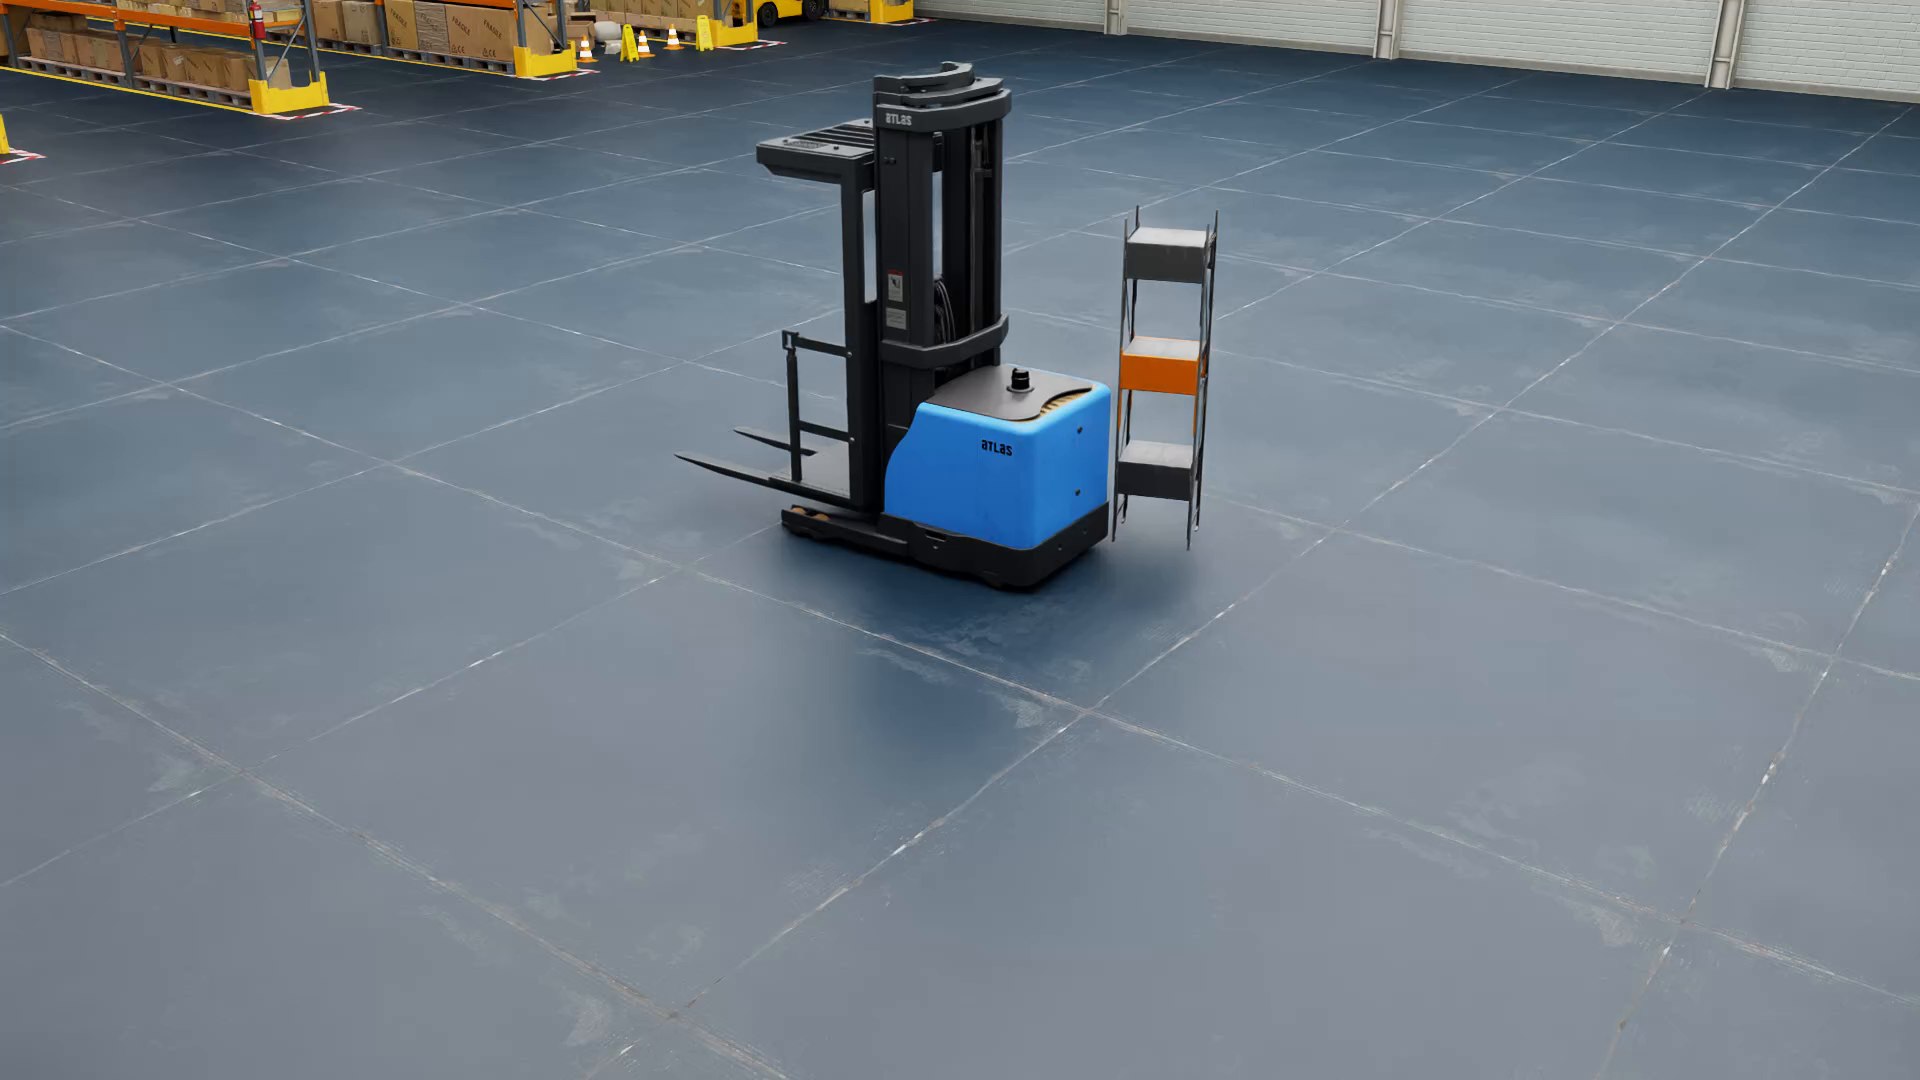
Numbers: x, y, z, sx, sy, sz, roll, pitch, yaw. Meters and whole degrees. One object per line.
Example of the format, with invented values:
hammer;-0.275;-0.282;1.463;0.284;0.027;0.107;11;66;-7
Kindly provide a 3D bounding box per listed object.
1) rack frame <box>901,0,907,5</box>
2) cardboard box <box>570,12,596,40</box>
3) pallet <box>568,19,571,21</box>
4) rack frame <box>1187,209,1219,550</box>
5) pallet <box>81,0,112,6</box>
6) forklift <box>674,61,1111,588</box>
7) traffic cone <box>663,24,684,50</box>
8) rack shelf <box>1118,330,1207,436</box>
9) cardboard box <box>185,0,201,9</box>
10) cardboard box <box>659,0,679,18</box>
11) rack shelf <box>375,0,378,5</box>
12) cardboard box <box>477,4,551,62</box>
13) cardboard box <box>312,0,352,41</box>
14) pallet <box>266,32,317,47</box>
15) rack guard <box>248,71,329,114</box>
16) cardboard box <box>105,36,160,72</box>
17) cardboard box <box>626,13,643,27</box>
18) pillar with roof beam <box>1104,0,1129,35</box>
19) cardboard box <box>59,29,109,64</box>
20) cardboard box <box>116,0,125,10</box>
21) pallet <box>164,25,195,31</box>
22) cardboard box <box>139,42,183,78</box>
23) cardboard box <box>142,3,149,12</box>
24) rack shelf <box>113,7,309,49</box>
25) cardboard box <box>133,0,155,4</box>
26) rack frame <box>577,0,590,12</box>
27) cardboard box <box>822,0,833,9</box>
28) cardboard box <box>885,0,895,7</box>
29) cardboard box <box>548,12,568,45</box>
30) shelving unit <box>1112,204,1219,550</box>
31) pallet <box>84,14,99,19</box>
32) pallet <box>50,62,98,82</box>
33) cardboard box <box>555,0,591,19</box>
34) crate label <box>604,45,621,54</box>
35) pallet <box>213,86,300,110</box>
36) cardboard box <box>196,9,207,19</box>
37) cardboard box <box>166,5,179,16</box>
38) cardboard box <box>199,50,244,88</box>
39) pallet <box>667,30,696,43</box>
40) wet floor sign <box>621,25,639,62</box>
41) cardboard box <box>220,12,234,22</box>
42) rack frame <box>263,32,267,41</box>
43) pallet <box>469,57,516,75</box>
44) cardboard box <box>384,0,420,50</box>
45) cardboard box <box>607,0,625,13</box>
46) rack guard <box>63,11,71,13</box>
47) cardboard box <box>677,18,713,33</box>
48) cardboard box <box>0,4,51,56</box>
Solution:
rack frame;-1.529;-12.942;36.403;0.127;3.000;1.000;17;29;33
cardboard box;-7.662;-10.466;33.881;0.500;0.500;0.500;-5;24;-12
pallet;-8.327;-11.219;35.950;1.213;0.211;1.003;17;29;33
rack frame;1.510;-0.972;10.353;0.015;2.100;0.400;7;25;15
pallet;-14.171;-9.254;28.270;1.213;0.211;1.003;17;29;33
forklift;-0.554;-1.501;10.521;3.031;2.935;1.130;15;28;31
traffic cone;-5.621;-9.867;32.569;0.334;0.463;0.336;17;29;33
rack shelf;1.276;-0.987;10.421;0.480;0.518;0.431;7;25;15
cardboard box;-11.716;-8.683;26.244;0.500;0.500;0.875;17;29;33
cardboard box;-5.720;-10.851;33.618;0.500;0.500;0.500;18;30;35
rack shelf;-12.192;-10.840;32.524;4.000;0.370;1.077;17;29;33
cardboard box;-7.973;-9.081;29.754;0.875;0.875;0.875;17;29;34
cardboard box;-11.912;-10.204;32.458;0.750;0.750;1.050;17;29;33
pallet;-13.207;-10.162;33.551;1.213;0.211;1.003;17;29;33
rack guard;-10.507;-7.017;26.055;0.348;0.500;1.175;17;29;33
cardboard box;-14.125;-8.322;28.473;0.500;0.500;0.700;14;28;29
cardboard box;-6.533;-10.758;34.336;0.500;0.250;0.500;16;29;33
pillar with roof beam;0.674;-13.307;29.790;0.400;9.000;9.100;17;29;33
cardboard box;-15.390;-8.714;29.361;0.500;0.500;0.700;20;31;38
cardboard box;-13.655;-8.846;27.417;0.250;0.149;0.380;17;29;33
pallet;-16.369;-11.156;35.808;1.213;0.211;1.003;17;29;33
cardboard box;-13.351;-8.048;27.876;0.500;0.500;0.500;16;28;32
cardboard box;-13.041;-8.672;27.024;0.250;0.149;0.380;17;29;33
rack shelf;-12.047;-8.297;26.752;4.000;0.370;1.077;17;29;33
cardboard box;-12.945;-9.030;27.032;0.500;0.500;0.875;17;29;33
rack frame;-7.704;-12.307;34.962;0.127;3.000;1.000;17;29;33
cardboard box;-2.881;-12.135;37.461;0.500;0.250;0.500;17;29;34
cardboard box;-1.805;-12.058;37.286;0.500;0.250;0.500;17;29;34
cardboard box;-8.180;-10.091;32.860;0.503;0.637;0.797;17;29;33
shelving unit;1.276;-1.000;10.415;0.503;2.100;0.431;7;25;15
pallet;-19.504;-12.085;37.916;1.213;0.211;1.003;17;29;33
pallet;-15.251;-8.316;29.363;1.213;0.211;1.003;17;29;33
cardboard box;-8.125;-11.423;35.693;0.625;0.372;0.950;17;29;34
crate label;-6.681;-9.447;32.022;0.298;0.136;0.250;3;24;6
pallet;-11.136;-7.093;26.585;1.213;0.211;1.003;17;29;33
cardboard box;-11.808;-8.327;26.240;0.250;0.149;0.380;17;29;33
cardboard box;-12.447;-8.487;26.604;0.250;0.149;0.380;17;29;33
cardboard box;-11.924;-7.638;26.945;0.500;0.500;0.500;20;31;38
pallet;-5.193;-10.290;33.842;1.213;0.211;1.003;17;29;33
wet floor sign;-6.180;-9.273;30.995;0.232;0.644;0.267;12;26;24
cardboard box;-11.229;-8.134;25.803;0.250;0.149;0.380;17;29;33
rack frame;-13.792;-11.653;33.477;0.127;3.000;1.000;17;29;33
pallet;-8.077;-8.610;30.030;1.213;0.211;1.003;17;29;33
cardboard box;-10.130;-9.731;31.229;0.875;0.875;0.875;17;29;34
cardboard box;-6.958;-11.229;34.474;0.500;0.500;0.500;18;30;35
rack guard;-20.133;-12.425;38.330;0.348;0.500;1.175;17;29;33
cardboard box;-5.330;-10.388;33.496;0.500;0.250;0.500;17;29;33
cardboard box;-17.388;-9.470;30.638;0.875;0.875;1.225;15;28;31
